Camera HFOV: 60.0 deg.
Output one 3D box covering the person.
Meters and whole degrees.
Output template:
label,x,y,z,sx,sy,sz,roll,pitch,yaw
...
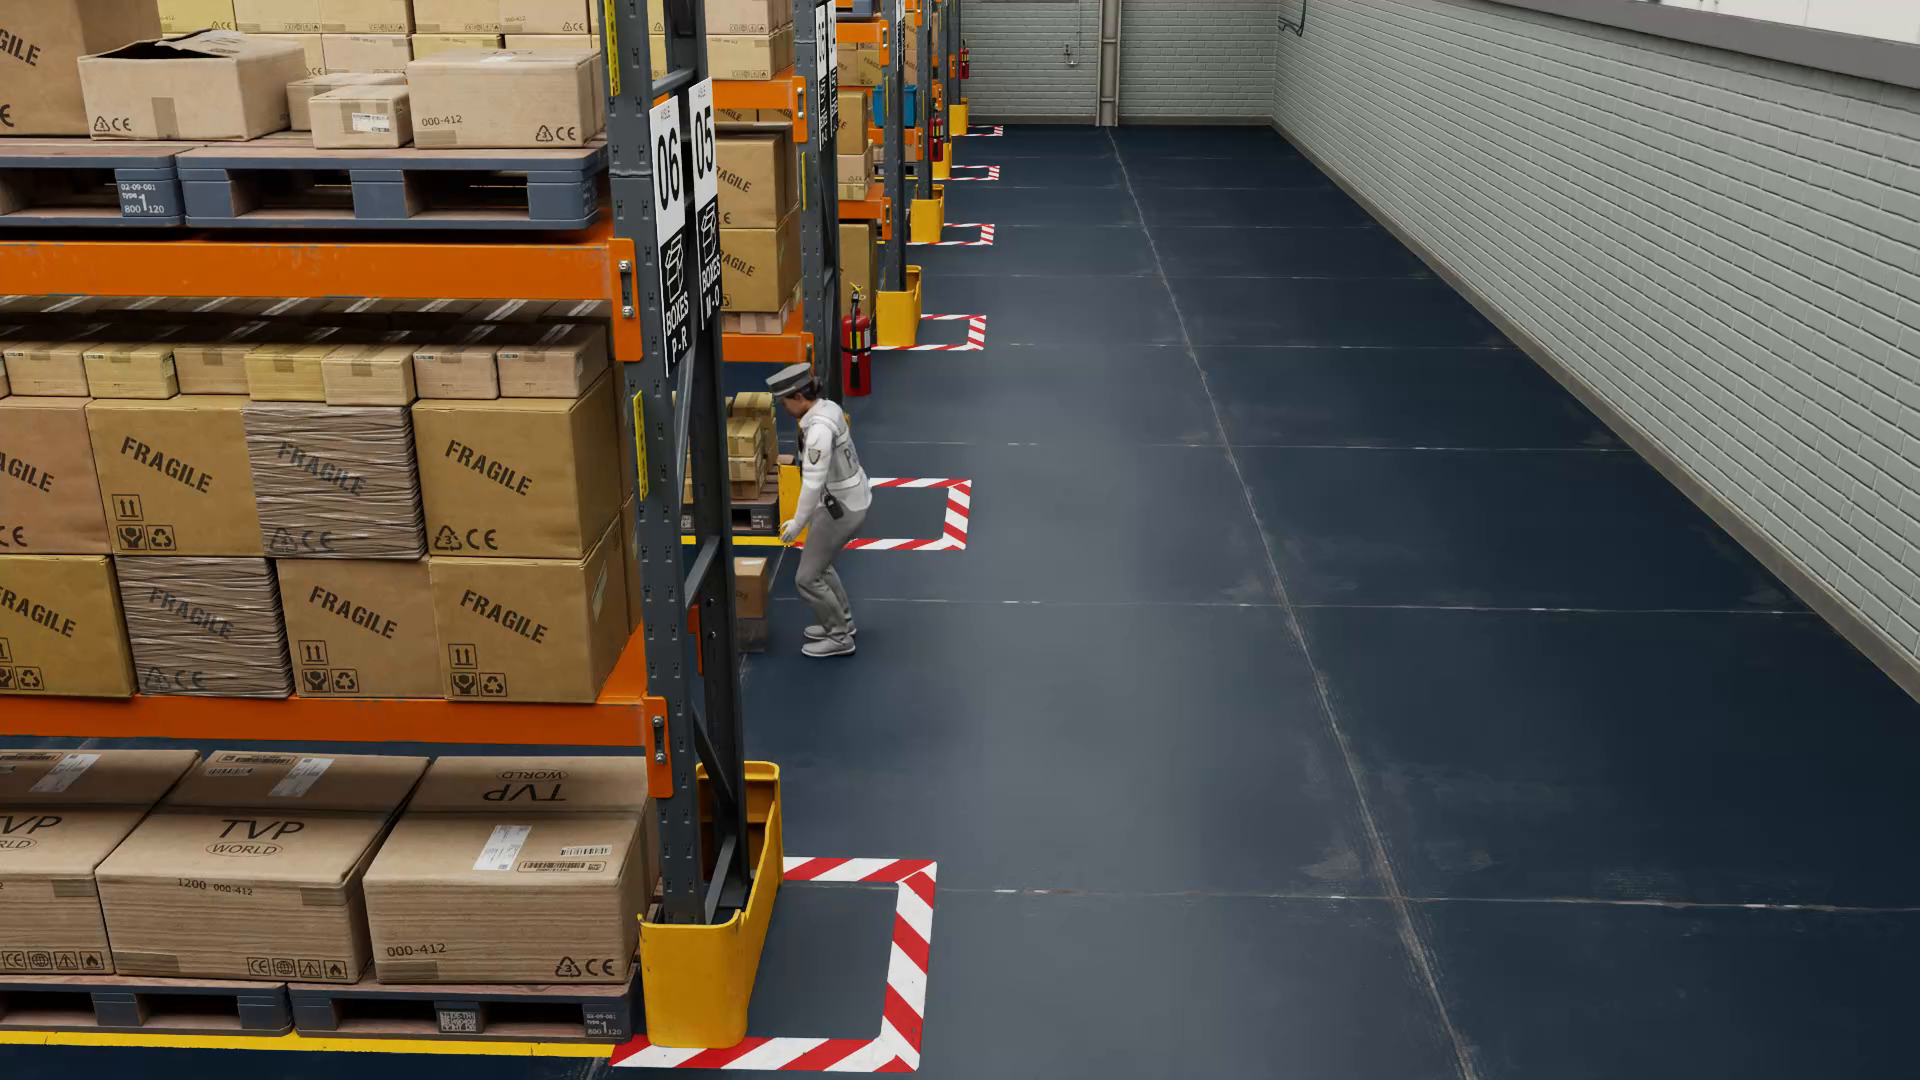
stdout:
label,x,y,z,sx,sy,sz,roll,pitch,yaw
person,-0.727,-0.151,8.703,0.526,1.576,0.516,1,21,3
